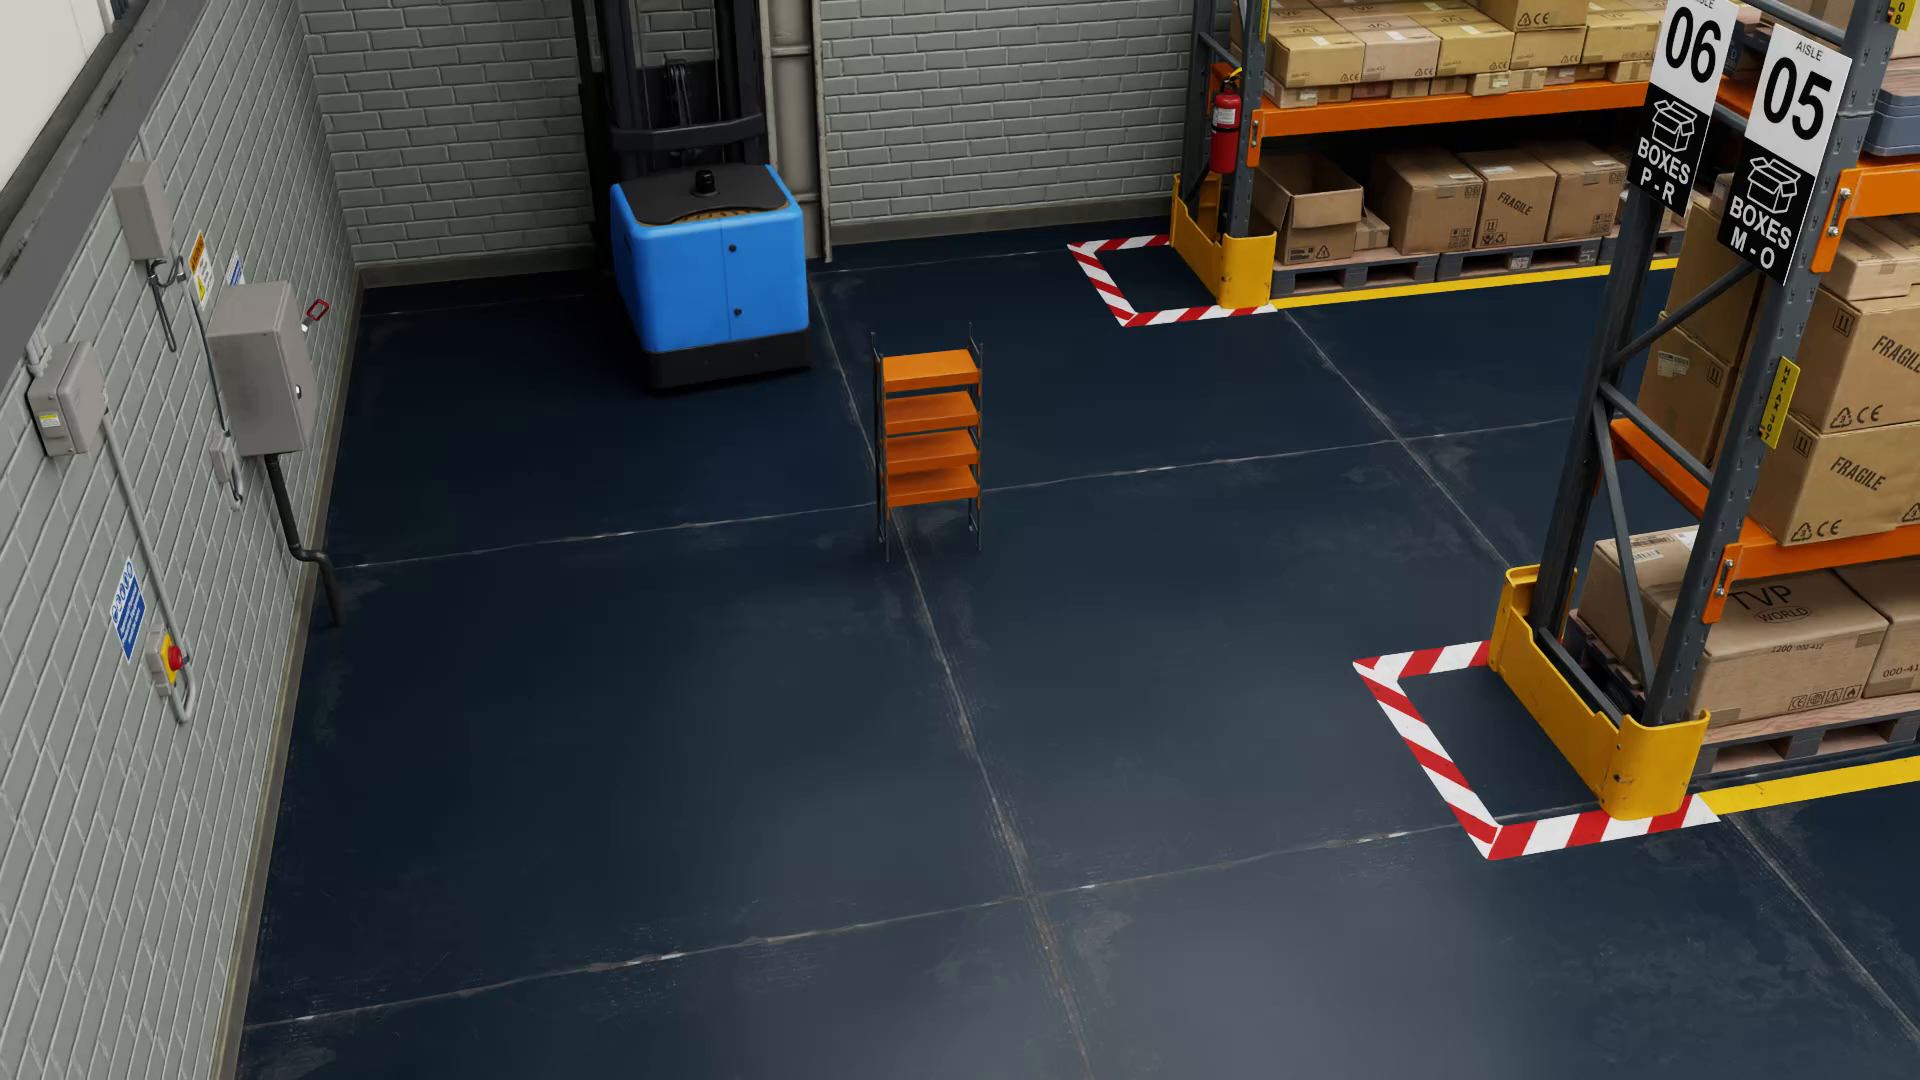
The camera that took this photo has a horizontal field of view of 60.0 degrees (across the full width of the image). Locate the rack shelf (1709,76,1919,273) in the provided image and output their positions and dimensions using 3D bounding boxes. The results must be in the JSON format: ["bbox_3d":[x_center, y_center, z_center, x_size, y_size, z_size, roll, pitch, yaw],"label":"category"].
[{"bbox_3d":[4.757,-1.592,6.384,4.000,0.370,1.077,-7,35,-11],"label":"rack shelf"}]

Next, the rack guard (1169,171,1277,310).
[{"bbox_3d":[1.782,-2.068,11.382,0.348,0.500,1.175,-7,35,-11],"label":"rack guard"}]

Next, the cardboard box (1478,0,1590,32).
[{"bbox_3d":[3.672,-3.563,10.562,0.500,0.500,0.500,-6,34,-9],"label":"cardboard box"}]

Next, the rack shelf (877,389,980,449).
[{"bbox_3d":[-0.161,-0.608,8.298,0.480,0.148,0.258,-7,35,-11],"label":"rack shelf"}]

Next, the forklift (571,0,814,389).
[{"bbox_3d":[-1.867,-2.941,10.502,1.130,2.935,3.031,-11,35,-16],"label":"forklift"}]

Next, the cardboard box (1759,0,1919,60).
[{"bbox_3d":[3.225,-1.902,5.869,0.500,0.250,0.500,-10,35,-15],"label":"cardboard box"}]

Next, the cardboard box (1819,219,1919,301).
[{"bbox_3d":[3.213,-1.018,6.006,0.250,0.149,0.380,-6,34,-10],"label":"cardboard box"}]

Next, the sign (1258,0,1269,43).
[{"bbox_3d":[1.827,-3.161,9.991,0.005,0.325,0.100,-7,35,-11],"label":"sign"}]

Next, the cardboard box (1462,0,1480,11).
[{"bbox_3d":[3.595,-3.543,11.206,0.500,0.250,0.500,-7,35,-11],"label":"cardboard box"}]

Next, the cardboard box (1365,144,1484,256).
[{"bbox_3d":[3.167,-2.340,11.412,0.500,0.500,0.700,-6,34,-9],"label":"cardboard box"}]

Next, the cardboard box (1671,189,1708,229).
[{"bbox_3d":[5.130,-2.350,11.742,0.250,0.149,0.380,-8,35,-12],"label":"cardboard box"}]

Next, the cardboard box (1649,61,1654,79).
[{"bbox_3d":[4.595,-3.201,11.053,0.250,0.149,0.380,-6,34,-9],"label":"cardboard box"}]

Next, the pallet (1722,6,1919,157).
[{"bbox_3d":[3.527,-1.705,5.986,1.213,0.211,1.003,-7,35,-11],"label":"pallet"}]

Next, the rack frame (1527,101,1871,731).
[{"bbox_3d":[2.806,-0.399,6.653,0.127,3.000,1.000,-7,35,-11],"label":"rack frame"}]

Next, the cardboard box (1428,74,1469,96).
[{"bbox_3d":[3.093,-3.024,10.790,0.250,0.149,0.380,-7,34,-10],"label":"cardboard box"}]

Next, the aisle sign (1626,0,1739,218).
[{"bbox_3d":[2.668,-1.638,6.166,0.004,0.787,0.394,-7,35,-11],"label":"aisle sign"}]

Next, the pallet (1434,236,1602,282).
[{"bbox_3d":[3.747,-2.194,11.830,1.213,0.211,1.003,-7,35,-11],"label":"pallet"}]

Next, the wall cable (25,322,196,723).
[{"bbox_3d":[-2.688,-0.128,5.309,0.123,1.953,0.585,-7,35,-11],"label":"wall cable"}]

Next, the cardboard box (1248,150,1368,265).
[{"bbox_3d":[2.325,-2.258,11.286,0.637,0.503,0.797,-9,35,-12],"label":"cardboard box"}]

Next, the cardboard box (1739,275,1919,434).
[{"bbox_3d":[3.337,-0.760,6.203,0.500,0.500,0.500,-8,35,-12],"label":"cardboard box"}]

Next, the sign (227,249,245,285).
[{"bbox_3d":[-3.321,-1.056,7.717,0.001,0.494,0.329,-7,35,-11],"label":"sign"}]

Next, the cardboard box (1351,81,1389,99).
[{"bbox_3d":[2.575,-2.991,10.740,0.250,0.149,0.380,-8,35,-11],"label":"cardboard box"}]

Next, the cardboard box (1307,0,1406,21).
[{"bbox_3d":[2.601,-3.421,11.024,0.500,0.250,0.500,-7,35,-10],"label":"cardboard box"}]

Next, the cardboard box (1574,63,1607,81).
[{"bbox_3d":[4.075,-3.183,11.027,0.250,0.149,0.380,-7,34,-10],"label":"cardboard box"}]

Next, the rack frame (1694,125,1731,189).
[{"bbox_3d":[5.609,-3.588,11.405,0.127,3.000,1.000,-7,35,-11],"label":"rack frame"}]

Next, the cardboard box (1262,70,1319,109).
[{"bbox_3d":[2.089,-2.883,10.580,0.250,0.149,0.380,-7,35,-11],"label":"cardboard box"}]

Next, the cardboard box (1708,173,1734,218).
[{"bbox_3d":[3.112,-1.278,6.393,0.250,0.149,0.380,-7,34,-10],"label":"cardboard box"}]

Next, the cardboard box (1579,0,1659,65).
[{"bbox_3d":[4.191,-3.330,10.888,0.500,0.250,0.500,-7,35,-11],"label":"cardboard box"}]

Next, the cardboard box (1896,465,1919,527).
[{"bbox_3d":[3.825,-0.421,6.595,0.500,0.500,0.500,-8,35,-11],"label":"cardboard box"}]

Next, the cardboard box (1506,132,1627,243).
[{"bbox_3d":[4.180,-2.468,11.602,0.500,0.500,0.700,-8,35,-12],"label":"cardboard box"}]

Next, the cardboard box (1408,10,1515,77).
[{"bbox_3d":[3.195,-3.193,10.684,0.500,0.250,0.500,-8,35,-11],"label":"cardboard box"}]

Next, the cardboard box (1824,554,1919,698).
[{"bbox_3d":[4.319,0.238,7.626,0.875,0.438,0.875,-6,34,-9],"label":"cardboard box"}]

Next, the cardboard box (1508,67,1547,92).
[{"bbox_3d":[3.608,-3.058,10.841,0.250,0.149,0.380,-6,34,-9],"label":"cardboard box"}]

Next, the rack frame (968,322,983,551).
[{"bbox_3d":[0.077,-0.508,8.430,0.015,1.200,0.240,-7,35,-11],"label":"rack frame"}]

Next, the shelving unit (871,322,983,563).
[{"bbox_3d":[-0.161,-0.478,8.385,0.503,1.200,0.258,-7,35,-11],"label":"shelving unit"}]

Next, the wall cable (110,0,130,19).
[{"bbox_3d":[-3.421,-3.981,6.573,0.133,3.039,2.988,-7,35,-11],"label":"wall cable"}]

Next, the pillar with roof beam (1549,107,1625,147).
[{"bbox_3d":[5.681,-4.144,6.849,0.400,9.000,9.100,-7,35,-11],"label":"pillar with roof beam"}]

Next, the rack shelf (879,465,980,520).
[{"bbox_3d":[-0.161,-0.257,8.533,0.480,0.148,0.258,-7,35,-11],"label":"rack shelf"}]

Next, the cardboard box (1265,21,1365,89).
[{"bbox_3d":[2.209,-3.067,10.496,0.500,0.250,0.500,-7,34,-10],"label":"cardboard box"}]

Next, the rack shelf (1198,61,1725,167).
[{"bbox_3d":[3.658,-3.043,11.239,4.000,0.370,1.077,-7,35,-11],"label":"rack shelf"}]

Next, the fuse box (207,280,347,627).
[{"bbox_3d":[-3.010,-0.318,7.688,0.414,1.711,0.539,-7,35,-11],"label":"fuse box"}]

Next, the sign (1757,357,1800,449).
[{"bbox_3d":[2.923,-0.489,5.939,0.005,0.325,0.100,-7,35,-11],"label":"sign"}]

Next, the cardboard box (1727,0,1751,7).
[{"bbox_3d":[5.166,-3.454,11.073,0.500,0.250,0.500,-6,34,-9],"label":"cardboard box"}]

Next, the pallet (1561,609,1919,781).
[{"bbox_3d":[3.569,0.618,7.640,1.213,0.211,1.003,-7,35,-11],"label":"pallet"}]
